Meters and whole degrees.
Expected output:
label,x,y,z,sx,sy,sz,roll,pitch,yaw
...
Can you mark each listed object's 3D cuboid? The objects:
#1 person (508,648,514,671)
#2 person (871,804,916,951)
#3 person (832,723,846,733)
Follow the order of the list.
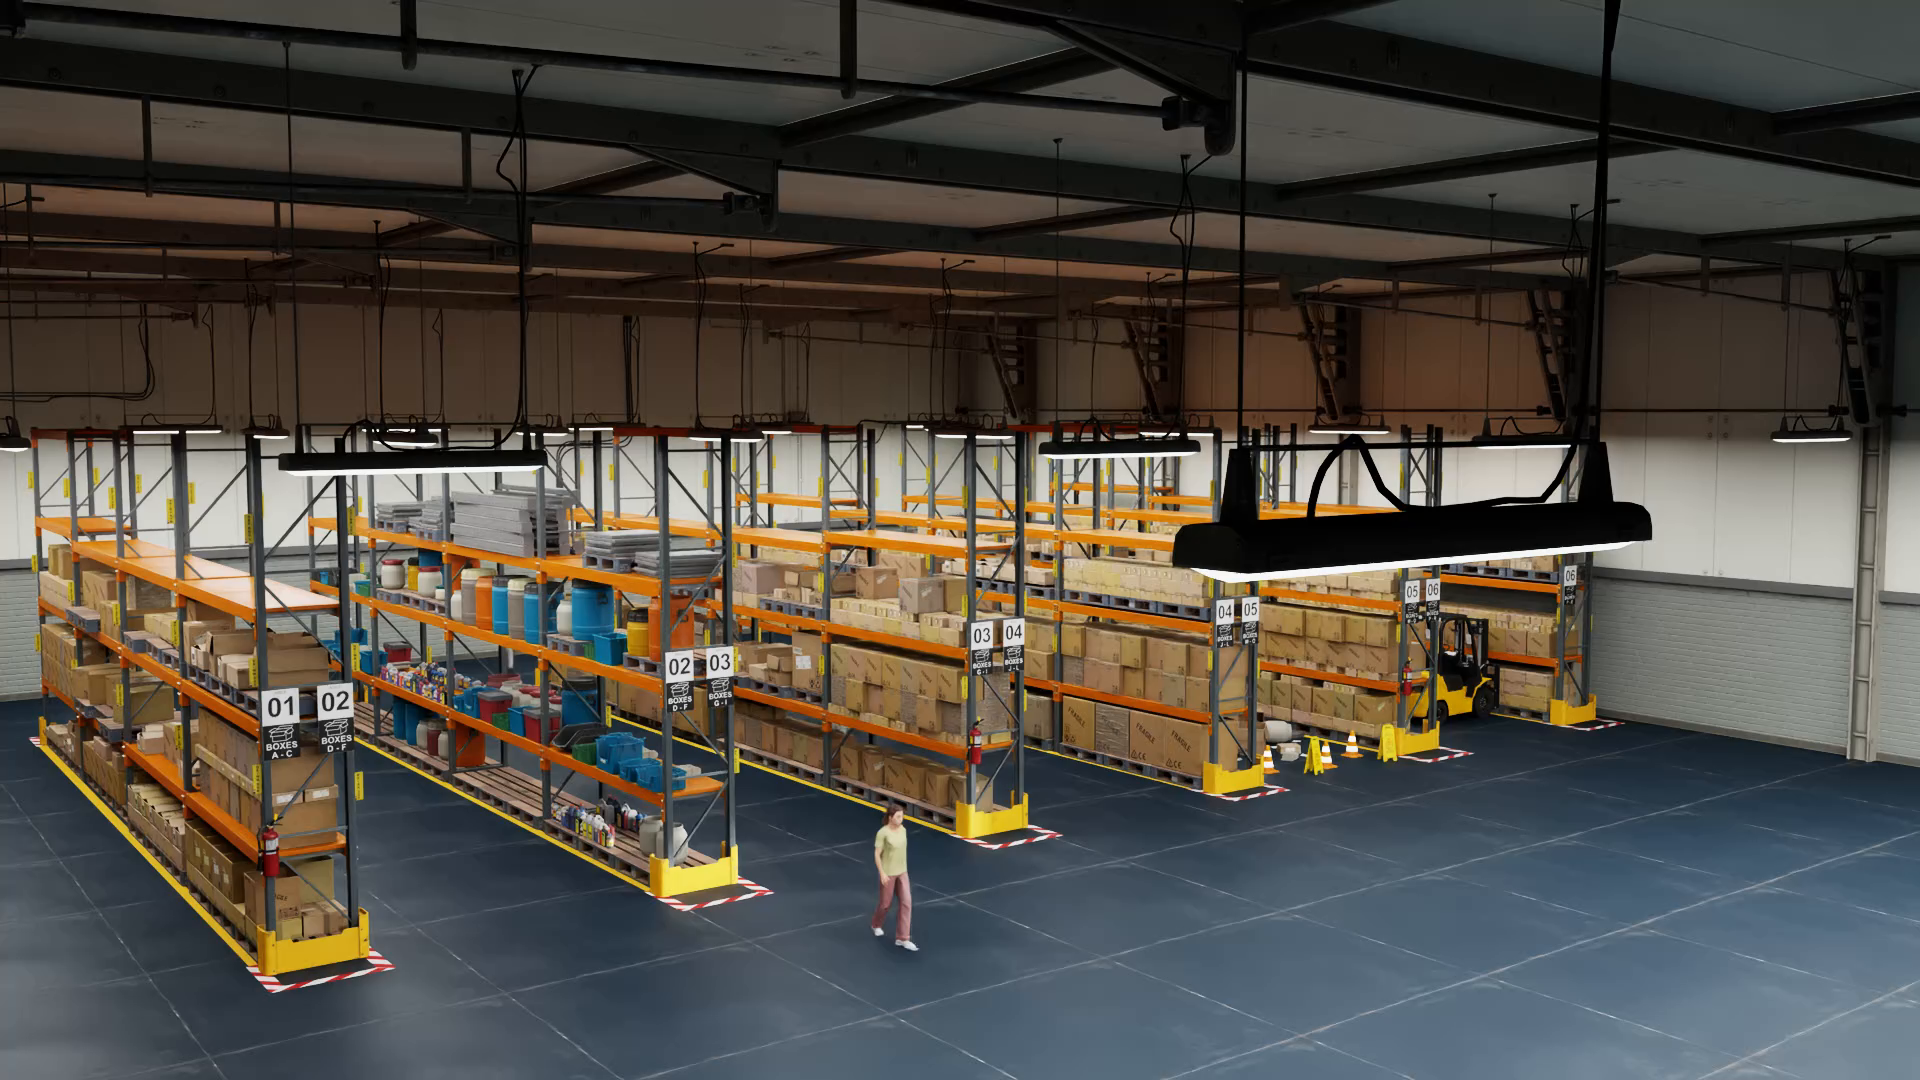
label,x,y,z,sx,sy,sz,roll,pitch,yaw
person,-11.019,2.356,40.472,0.436,1.578,1.113,-2,5,-21
person,-0.769,3.966,19.738,0.522,1.658,0.801,-4,6,-40
person,-2.352,3.000,31.221,0.564,1.770,0.526,-2,5,-23
